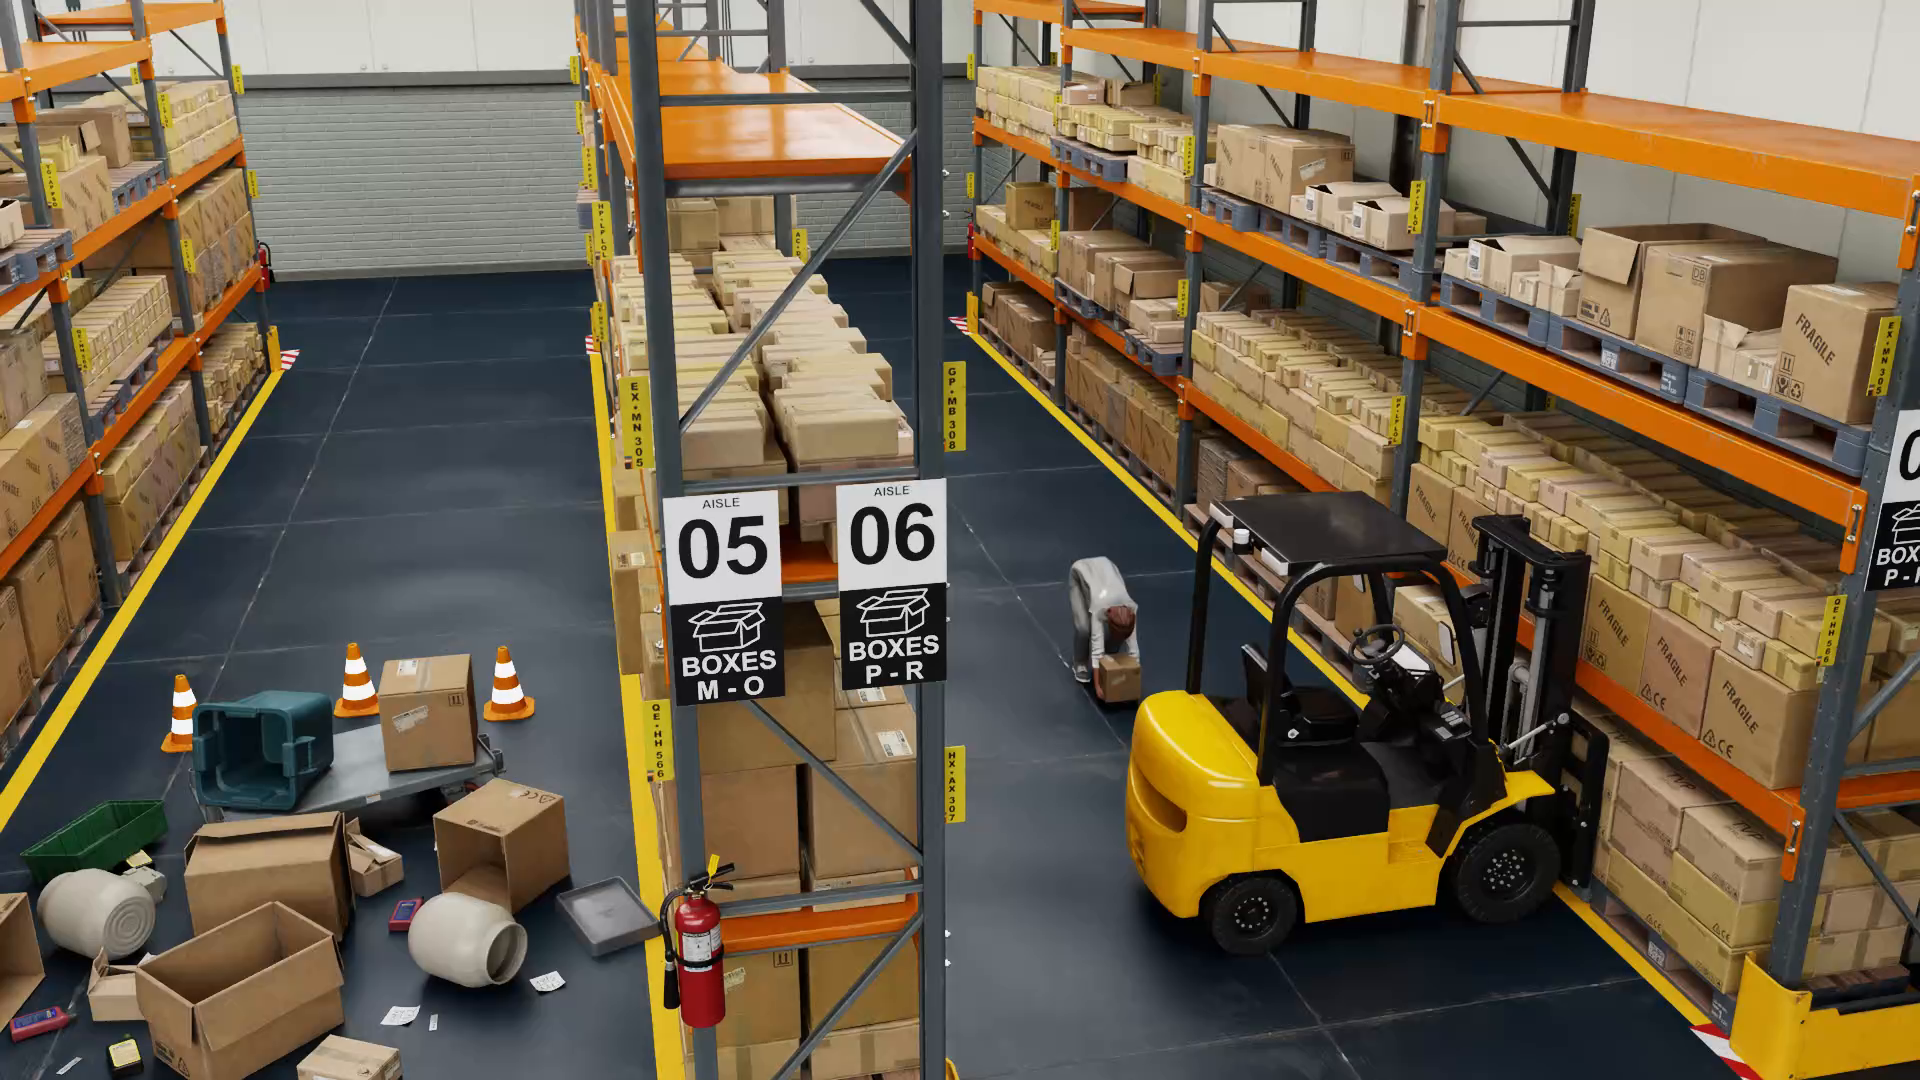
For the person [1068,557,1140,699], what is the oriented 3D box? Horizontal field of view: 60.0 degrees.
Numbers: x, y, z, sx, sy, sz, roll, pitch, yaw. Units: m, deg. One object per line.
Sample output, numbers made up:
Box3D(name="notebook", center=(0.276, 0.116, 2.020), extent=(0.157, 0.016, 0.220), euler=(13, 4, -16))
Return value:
Box3D(name="person", center=(1.022, 0.613, 11.692), extent=(0.422, 0.883, 0.853), euler=(-6, 21, -15))
